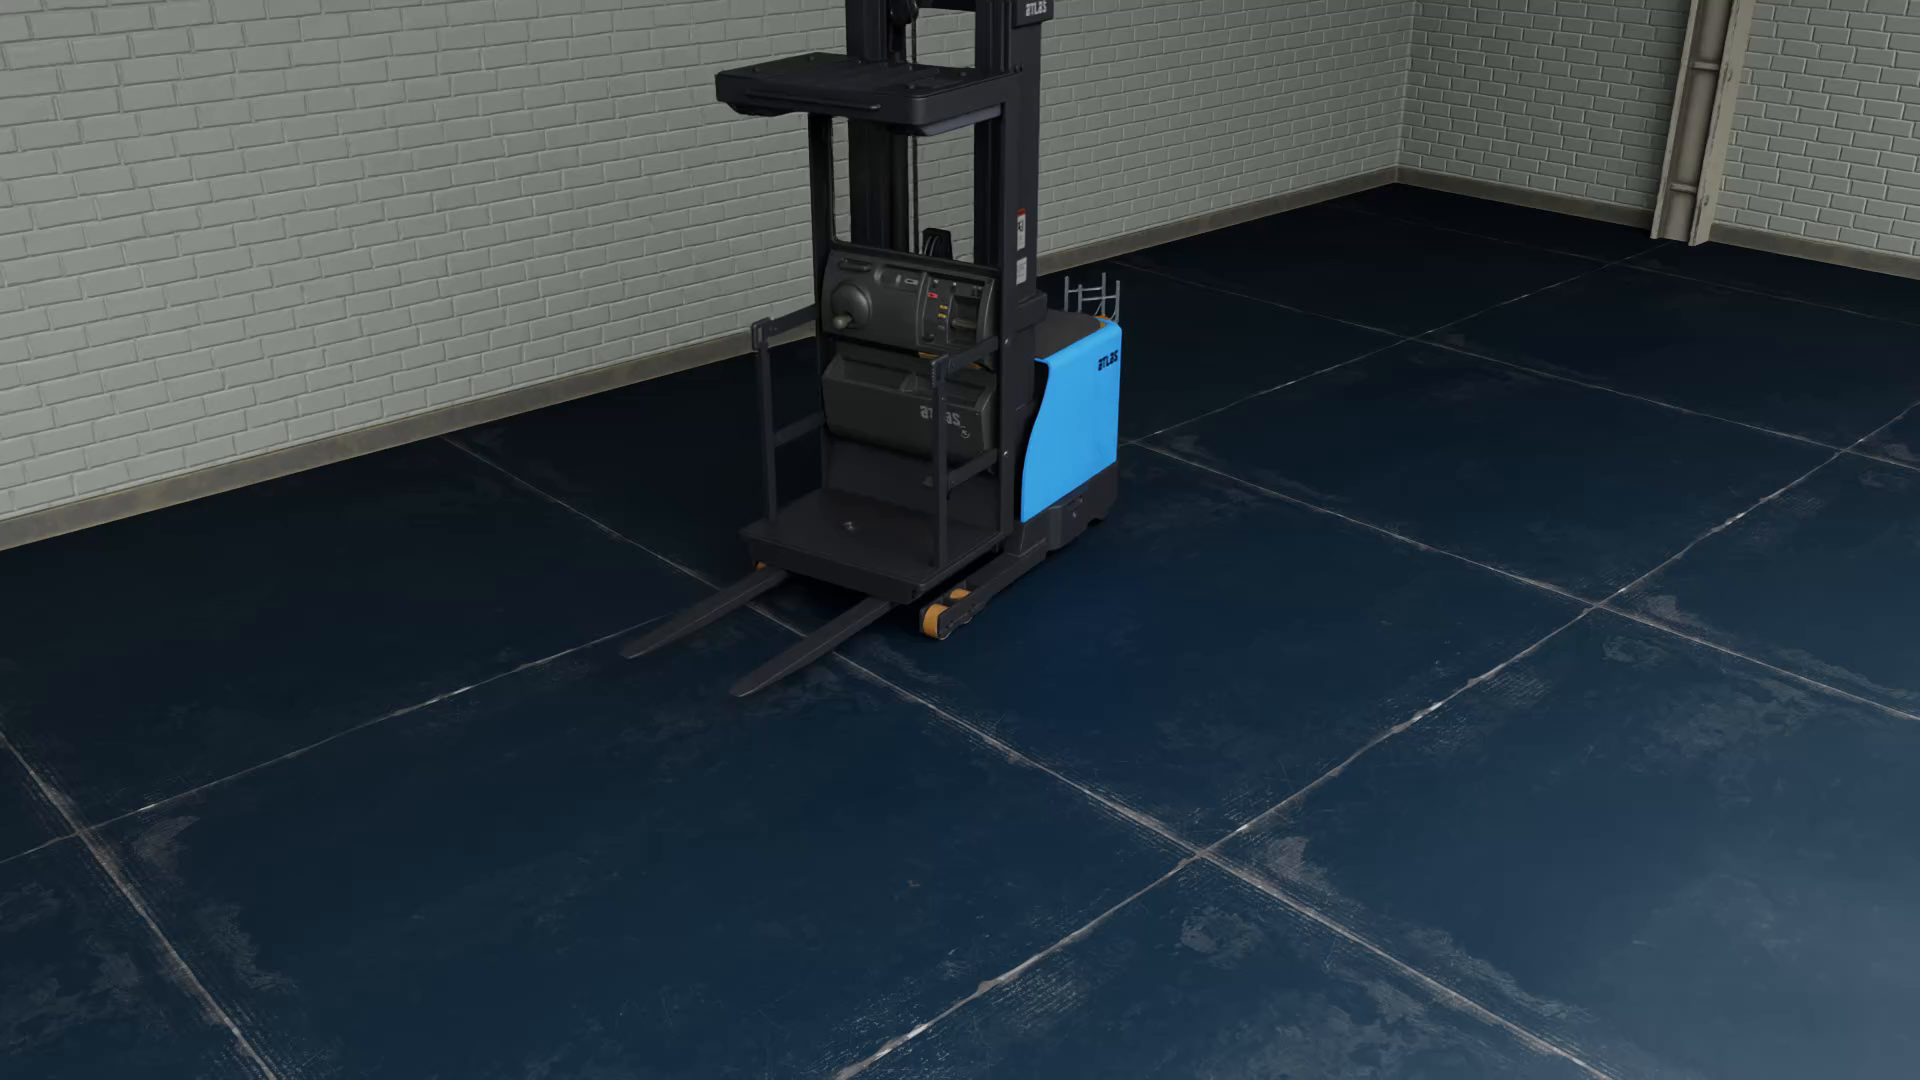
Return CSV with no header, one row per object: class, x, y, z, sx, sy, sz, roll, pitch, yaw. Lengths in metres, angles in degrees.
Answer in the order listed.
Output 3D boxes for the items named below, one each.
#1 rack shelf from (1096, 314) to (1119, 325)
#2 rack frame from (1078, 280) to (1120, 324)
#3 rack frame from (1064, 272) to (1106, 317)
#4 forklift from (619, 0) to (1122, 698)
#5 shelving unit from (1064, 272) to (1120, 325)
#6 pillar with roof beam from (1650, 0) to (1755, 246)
rack shelf,0.712,-1.144,9.048,0.258,0.103,0.180,-8,25,-18
rack frame,0.744,-0.821,9.095,0.240,1.200,0.006,-8,25,-18
rack frame,0.683,-0.889,9.253,0.240,1.200,0.006,-8,25,-18
forklift,-0.363,-1.091,7.611,1.130,2.935,3.031,15,28,30
shelving unit,0.713,-0.855,9.174,0.258,1.200,0.189,-8,25,-18
pillar with roof beam,3.137,-5.501,9.967,9.100,9.000,0.400,-21,32,-38
